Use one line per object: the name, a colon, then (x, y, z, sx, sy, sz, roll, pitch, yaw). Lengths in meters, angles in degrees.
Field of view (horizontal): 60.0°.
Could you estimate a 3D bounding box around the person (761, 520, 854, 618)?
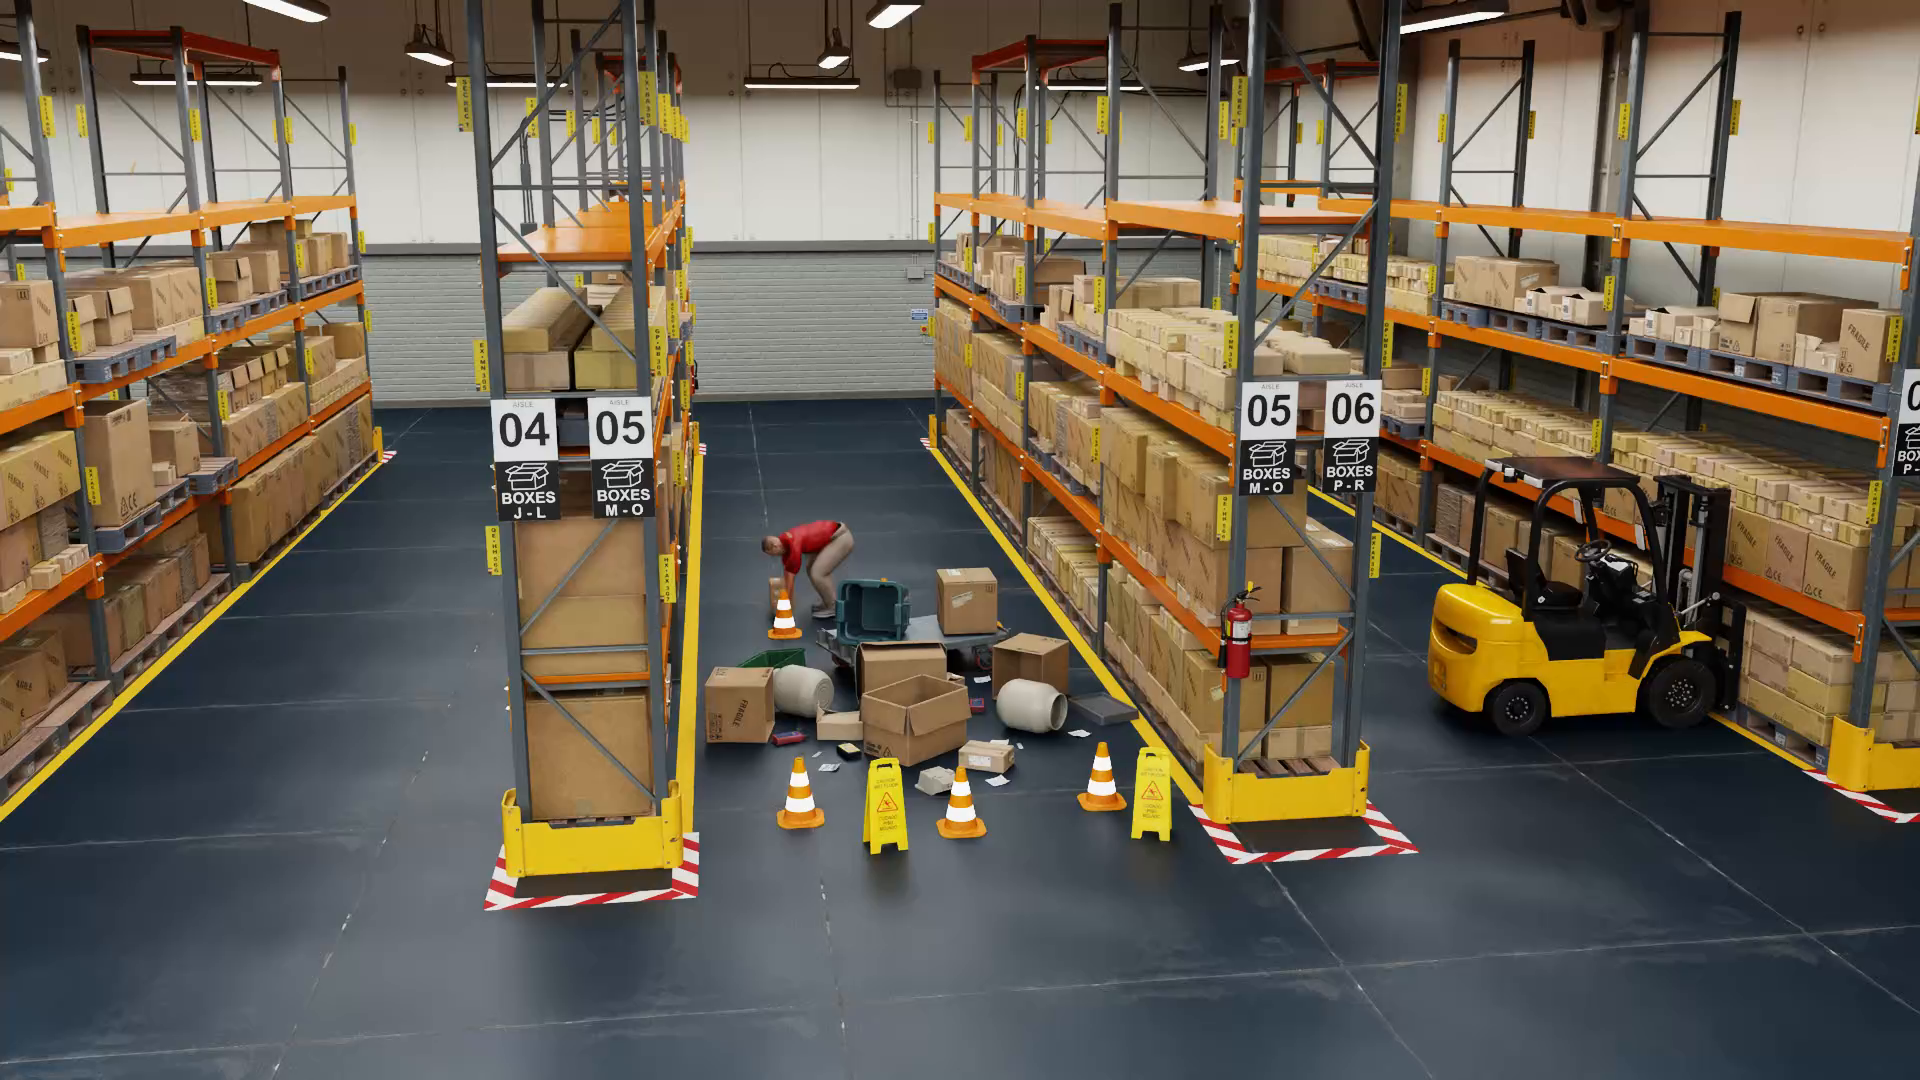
person: (-1.586, 0.299, 17.373, 0.959, 0.989, 0.528, -3, 13, -11)
